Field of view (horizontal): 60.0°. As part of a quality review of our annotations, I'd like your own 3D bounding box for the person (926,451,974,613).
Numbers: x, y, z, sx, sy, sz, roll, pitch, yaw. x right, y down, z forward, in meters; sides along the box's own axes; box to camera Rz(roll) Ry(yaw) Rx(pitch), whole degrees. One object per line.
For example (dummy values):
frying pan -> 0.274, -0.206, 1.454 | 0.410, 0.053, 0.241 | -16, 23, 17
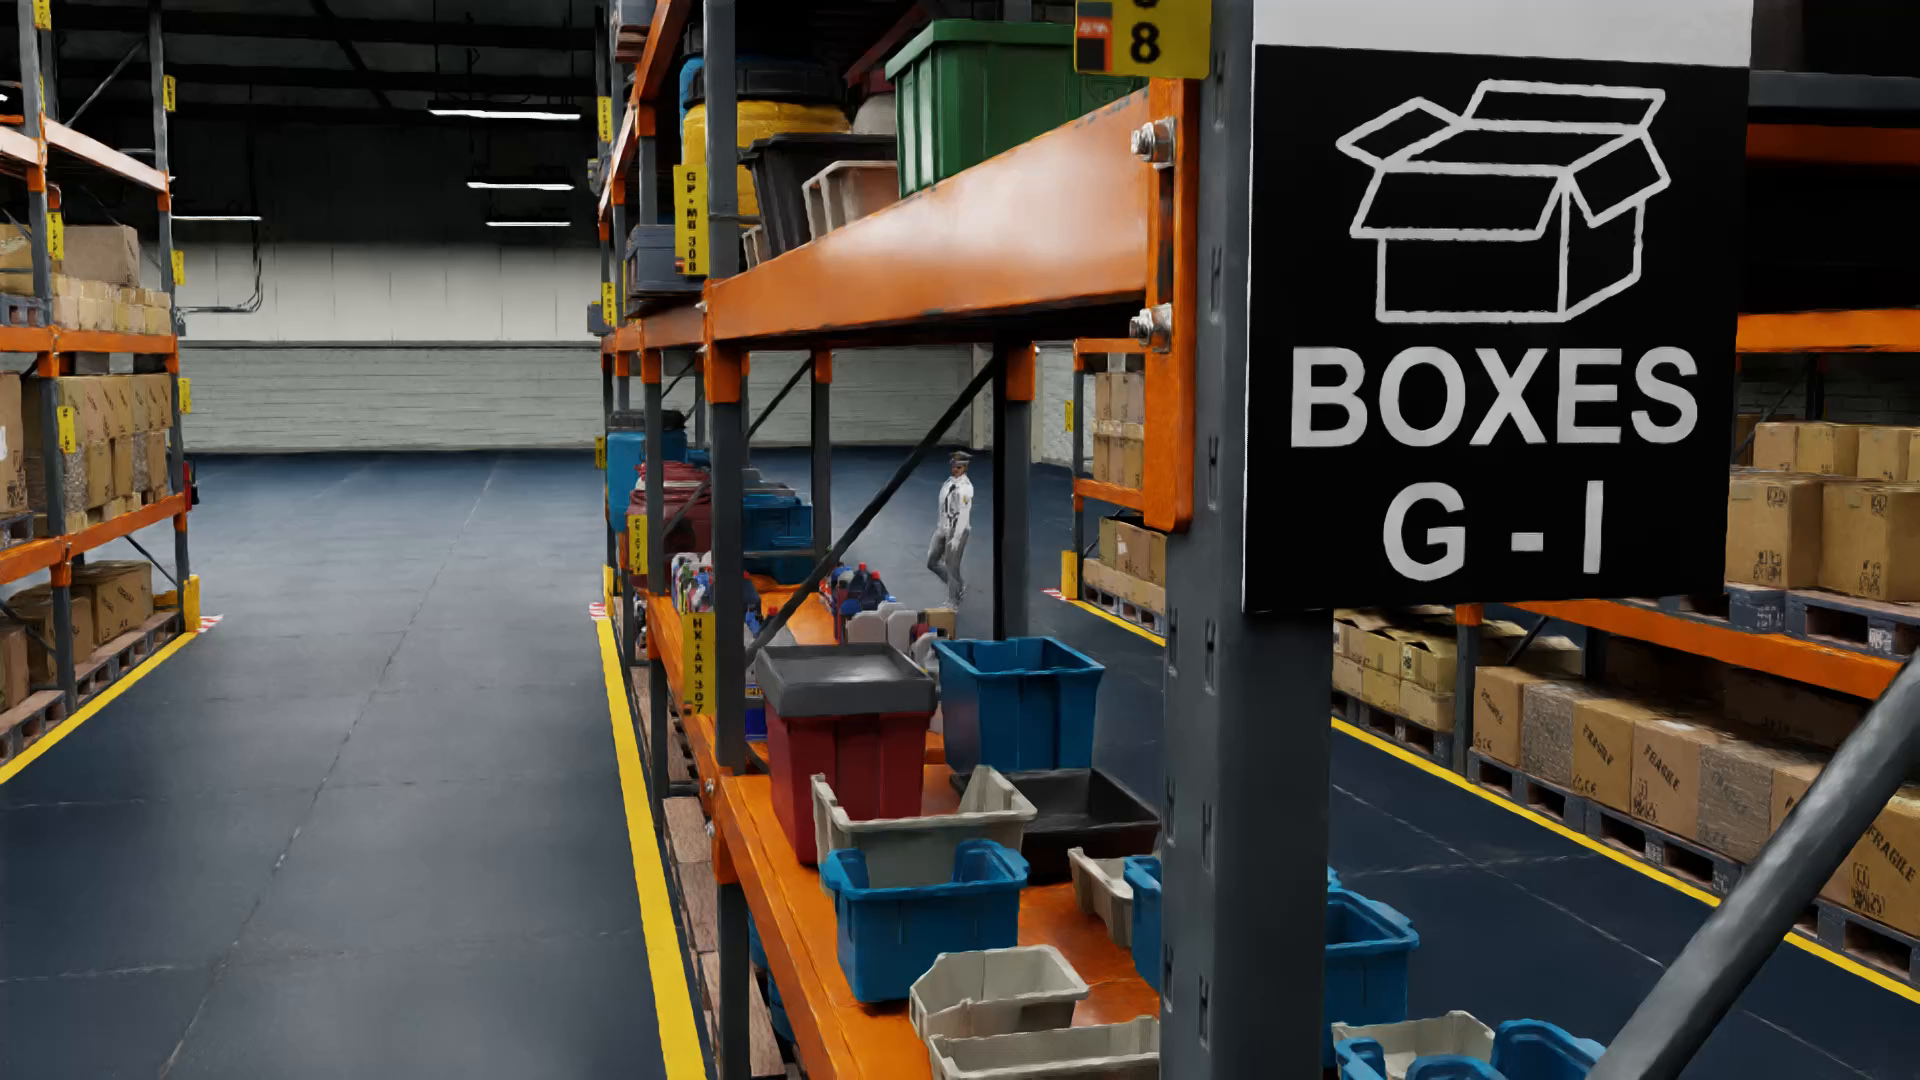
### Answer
person -> -0.079, -0.065, 16.709 | 0.424, 1.663, 0.607 | -3, 7, -23
